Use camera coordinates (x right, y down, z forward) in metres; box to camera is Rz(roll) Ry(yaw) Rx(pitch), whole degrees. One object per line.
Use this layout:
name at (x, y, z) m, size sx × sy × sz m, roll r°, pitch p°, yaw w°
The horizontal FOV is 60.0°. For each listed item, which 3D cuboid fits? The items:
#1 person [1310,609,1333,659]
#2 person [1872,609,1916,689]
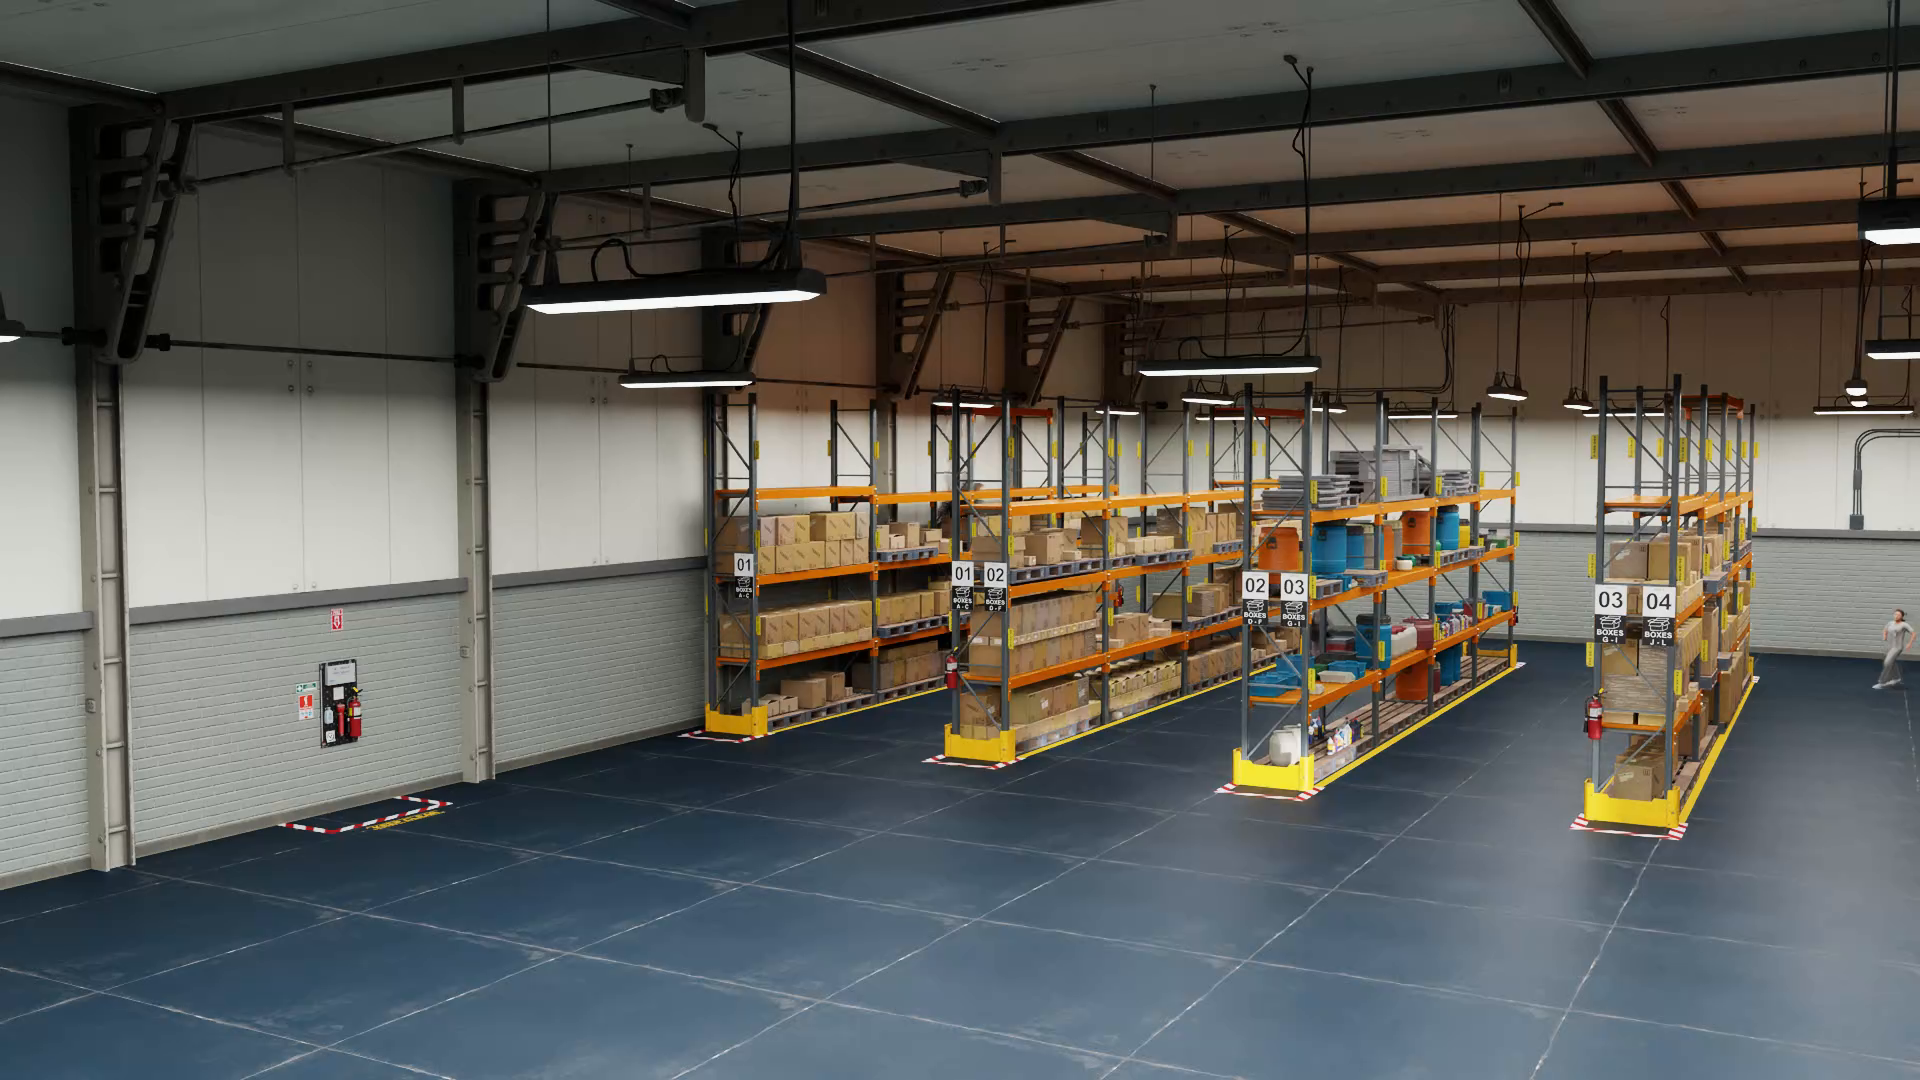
person at (7.667, 2.194, 35.602) m, size 0.650 × 1.728 × 0.940 m, roll 1°, pitch 3°, yaw 19°
person at (19.534, 2.275, 34.728) m, size 0.859 × 1.677 × 0.631 m, roll -1°, pitch 3°, yaw -21°
